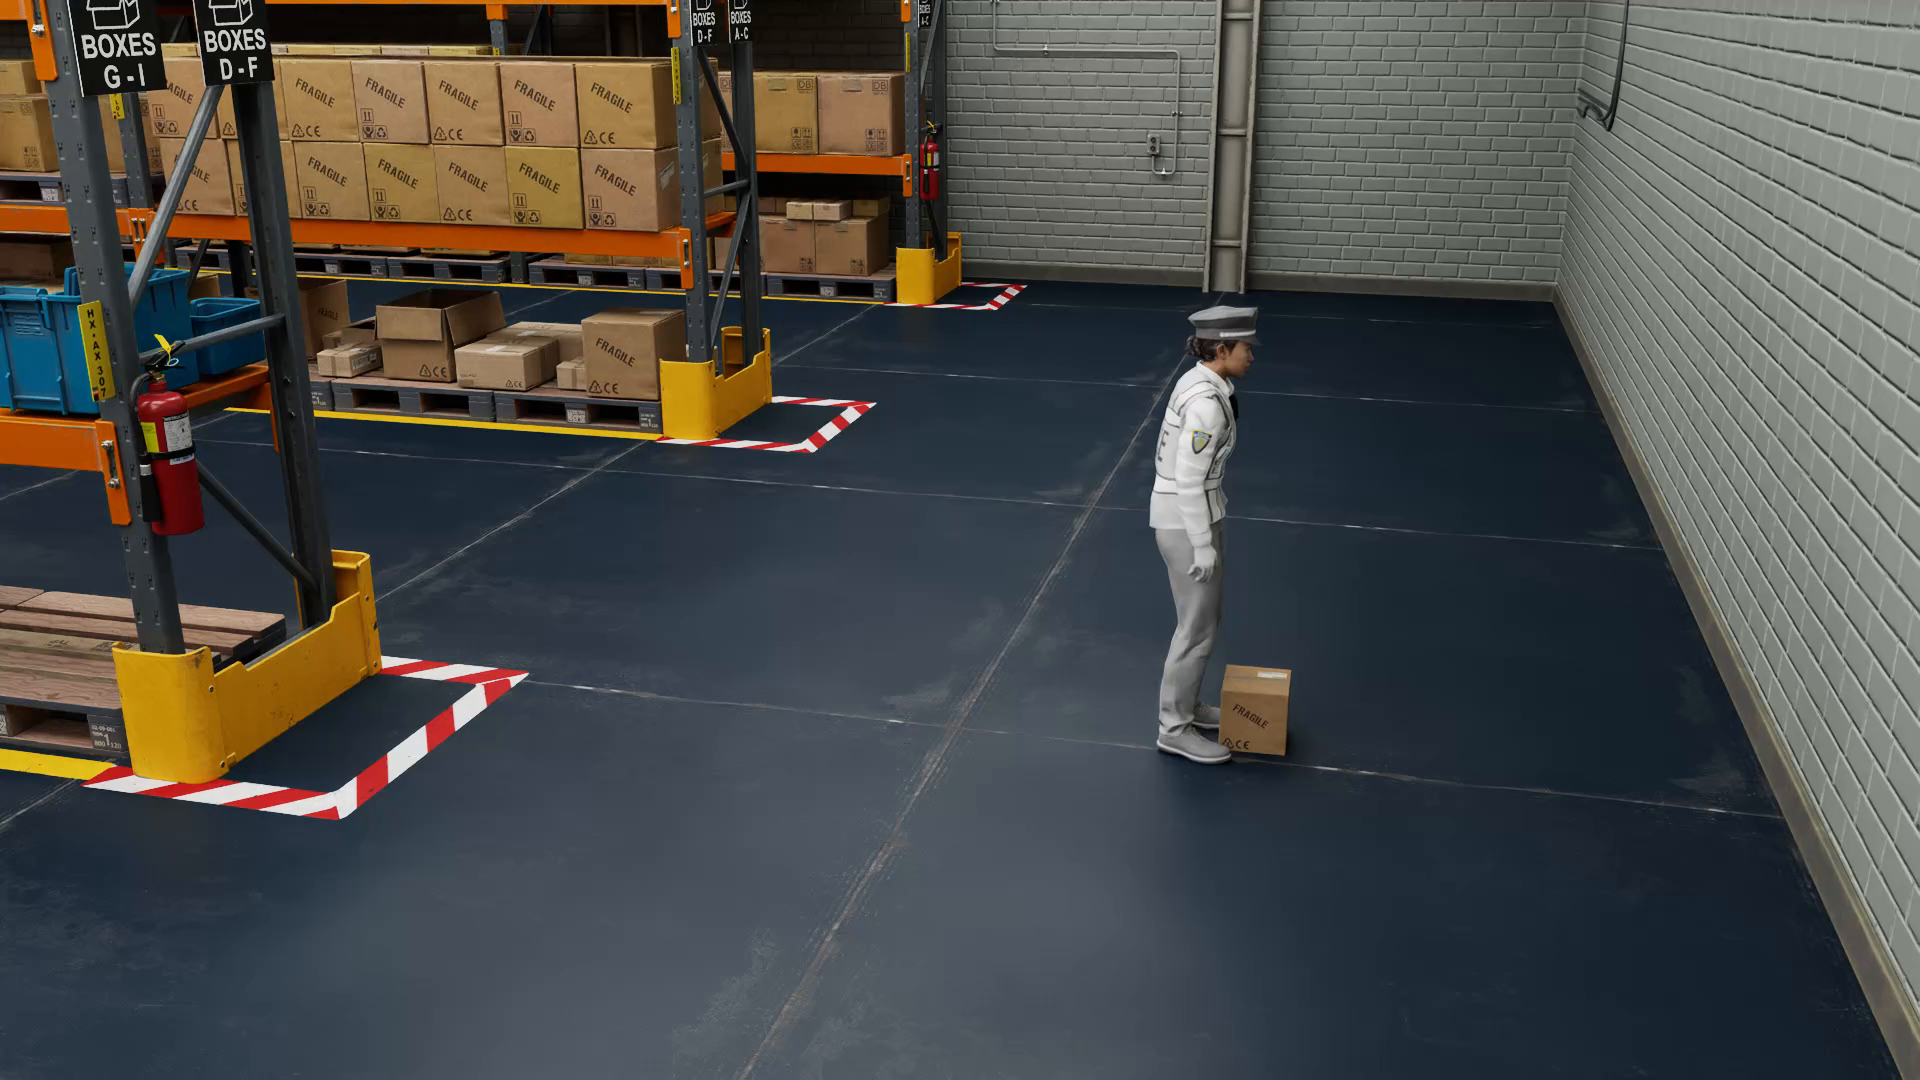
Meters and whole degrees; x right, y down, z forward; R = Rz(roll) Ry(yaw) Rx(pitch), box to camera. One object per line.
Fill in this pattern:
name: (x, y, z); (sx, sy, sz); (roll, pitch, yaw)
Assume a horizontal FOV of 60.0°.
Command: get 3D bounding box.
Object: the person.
person: (0.890, -0.040, 6.175); (0.375, 1.661, 0.541); (3, 19, 10)
